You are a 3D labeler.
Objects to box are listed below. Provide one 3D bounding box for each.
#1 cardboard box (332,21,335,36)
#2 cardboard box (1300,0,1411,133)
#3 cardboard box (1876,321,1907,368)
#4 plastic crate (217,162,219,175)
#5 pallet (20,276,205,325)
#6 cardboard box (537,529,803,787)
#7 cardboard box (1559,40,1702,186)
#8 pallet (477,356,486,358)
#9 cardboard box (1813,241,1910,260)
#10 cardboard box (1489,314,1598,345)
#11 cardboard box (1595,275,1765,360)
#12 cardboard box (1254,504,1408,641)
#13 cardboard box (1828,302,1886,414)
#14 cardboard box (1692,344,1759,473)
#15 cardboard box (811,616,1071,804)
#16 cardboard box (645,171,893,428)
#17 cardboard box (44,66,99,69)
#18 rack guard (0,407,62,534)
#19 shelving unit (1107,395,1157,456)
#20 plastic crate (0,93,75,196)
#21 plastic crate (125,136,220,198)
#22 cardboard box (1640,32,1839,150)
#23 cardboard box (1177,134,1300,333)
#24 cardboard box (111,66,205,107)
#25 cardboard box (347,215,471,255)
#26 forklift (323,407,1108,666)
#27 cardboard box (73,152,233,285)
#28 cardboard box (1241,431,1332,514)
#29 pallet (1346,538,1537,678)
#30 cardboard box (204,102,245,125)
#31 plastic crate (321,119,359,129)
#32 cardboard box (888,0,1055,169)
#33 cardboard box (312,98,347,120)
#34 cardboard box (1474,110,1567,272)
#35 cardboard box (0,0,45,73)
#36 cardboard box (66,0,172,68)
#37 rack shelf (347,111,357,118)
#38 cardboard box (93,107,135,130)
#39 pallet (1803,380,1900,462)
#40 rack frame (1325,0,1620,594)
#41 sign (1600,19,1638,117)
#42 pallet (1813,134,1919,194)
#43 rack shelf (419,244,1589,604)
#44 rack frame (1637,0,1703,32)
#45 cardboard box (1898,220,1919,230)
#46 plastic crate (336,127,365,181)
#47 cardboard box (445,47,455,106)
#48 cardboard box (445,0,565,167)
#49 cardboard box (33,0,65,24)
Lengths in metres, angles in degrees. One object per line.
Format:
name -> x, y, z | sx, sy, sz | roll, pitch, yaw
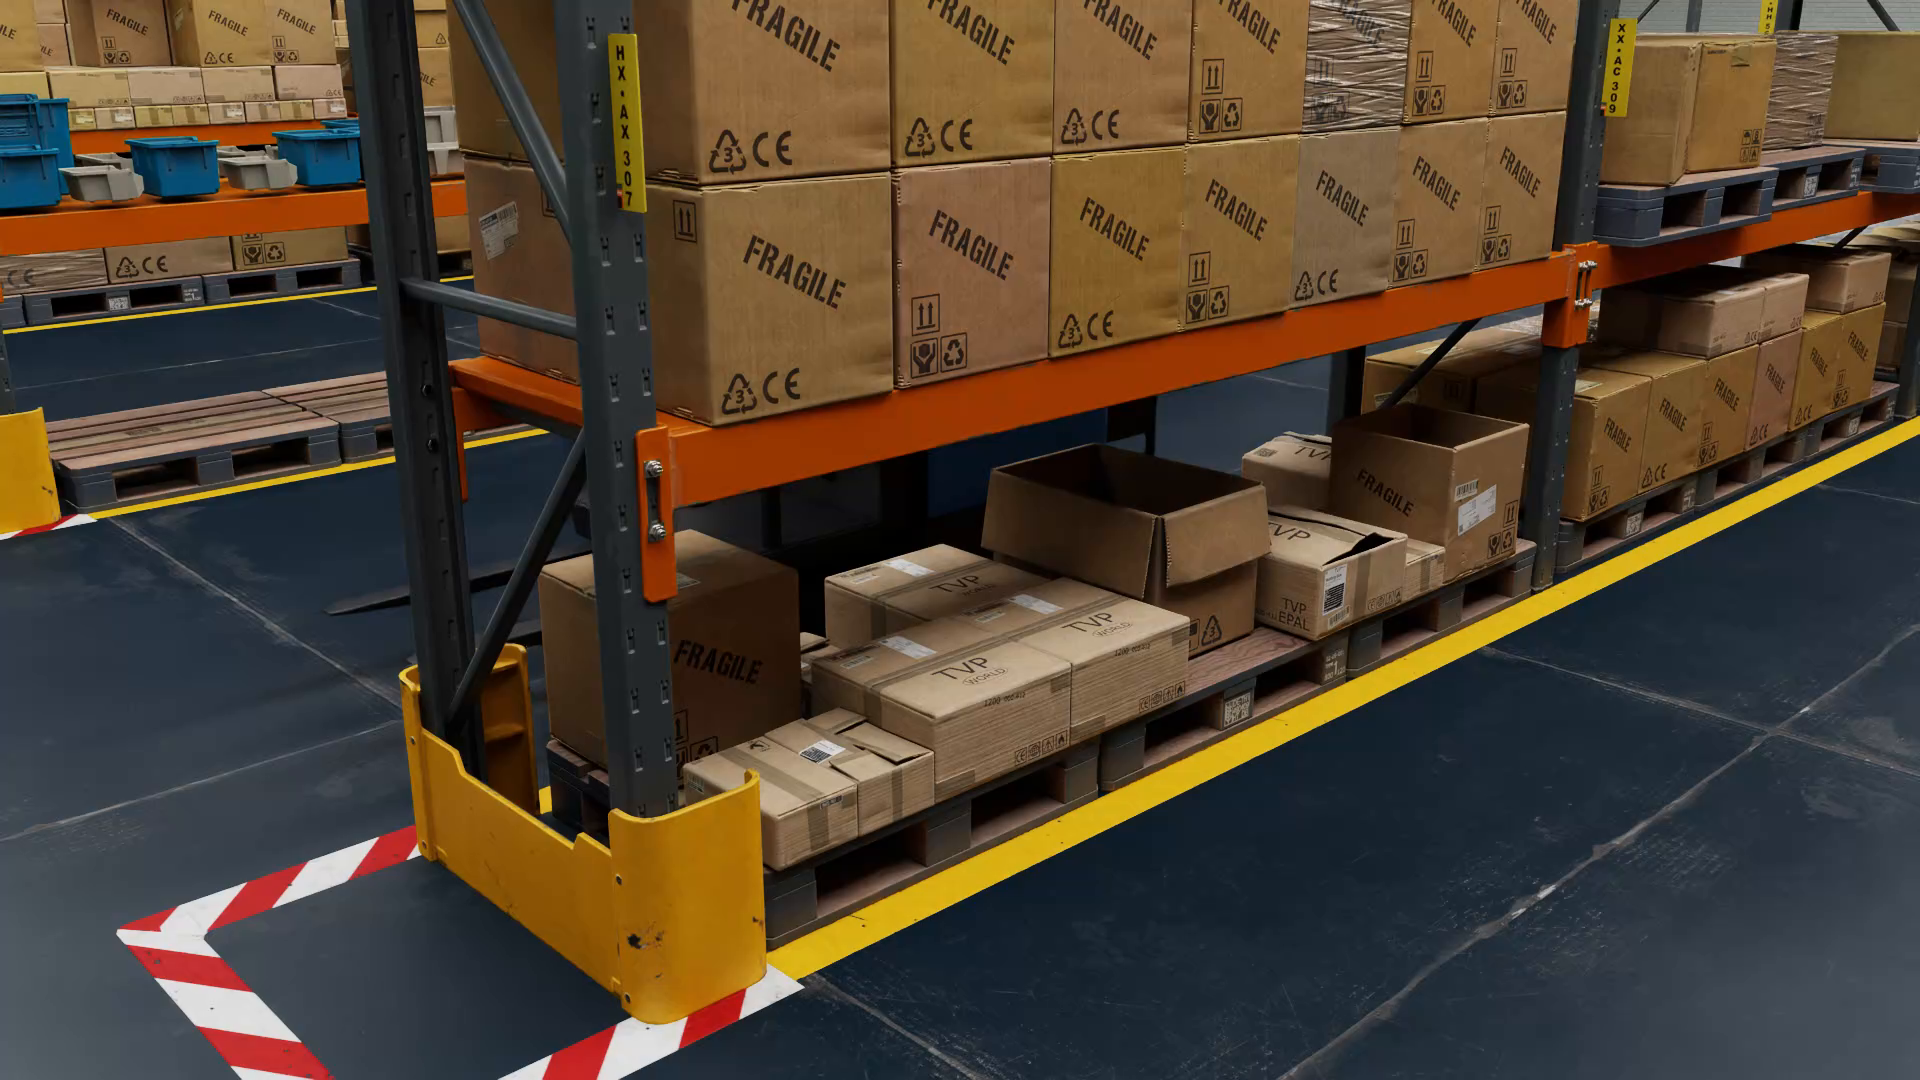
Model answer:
cardboard box -> -6.695, -5.317, 17.281 | 0.250, 0.149, 0.380 | -15, 23, -39
cardboard box -> 0.976, -1.487, 4.925 | 0.500, 0.500, 0.500 | -16, 24, -40
cardboard box -> 5.391, -1.130, 9.382 | 0.500, 0.250, 0.500 | -16, 24, -41
plastic crate -> -3.716, -1.783, 7.951 | 0.243, 0.136, 0.396 | -16, 24, -41
pallet -> -6.394, -1.836, 12.305 | 1.213, 0.211, 1.003 | -16, 24, -41
cardboard box -> -0.779, 0.312, 4.499 | 0.500, 0.500, 0.500 | -16, 24, -41
cardboard box -> 2.400, -1.643, 6.344 | 0.700, 0.500, 0.500 | 9, 20, 26
pallet -> -2.006, -0.965, 9.618 | 1.213, 0.211, 1.003 | -16, 24, -41
cardboard box -> 5.393, -1.629, 10.013 | 0.500, 0.311, 0.500 | -17, 24, -42
cardboard box -> 2.793, -0.743, 7.753 | 0.500, 0.500, 0.500 | -16, 24, -40
cardboard box -> 3.147, -0.982, 7.273 | 0.500, 0.250, 0.500 | -16, 24, -41
cardboard box -> 1.138, 0.068, 5.558 | 0.500, 0.311, 0.500 | -16, 24, -41
cardboard box -> 4.290, -0.962, 8.428 | 0.500, 0.500, 0.500 | -15, 23, -39
cardboard box -> 3.169, -0.633, 7.413 | 0.500, 0.500, 0.500 | -16, 24, -40
cardboard box -> -0.051, 0.444, 4.498 | 0.500, 0.250, 0.500 | -16, 24, -41
cardboard box -> -0.501, -0.580, 3.748 | 0.500, 0.500, 0.500 | -16, 24, -40
cardboard box -> -6.524, -3.277, 11.990 | 0.500, 0.250, 0.500 | -16, 24, -41
rack guard -> -4.414, -0.411, 7.442 | 0.348, 0.500, 1.175 | -16, 24, -41
shelving unit -> 0.550, -1.159, 7.155 | 0.503, 2.100, 0.431 | -16, 24, -41
plastic crate -> -4.290, -1.766, 7.415 | 0.499, 0.435, 0.616 | -16, 24, -41
plastic crate -> -3.521, -1.675, 7.462 | 0.300, 0.233, 0.416 | -16, 24, -41
cardboard box -> 3.632, -2.130, 7.848 | 0.500, 0.500, 0.700 | -11, 21, -31
cardboard box -> 0.601, -0.902, 4.740 | 0.500, 0.500, 0.500 | -16, 24, -40
cardboard box -> -5.787, -3.265, 11.953 | 0.500, 0.250, 0.500 | -16, 24, -40
cardboard box -> -4.450, -2.895, 13.814 | 0.875, 0.875, 1.225 | -16, 24, -41
forklift -> -0.796, -1.195, 5.917 | 3.031, 2.935, 1.130 | -16, 24, -41
cardboard box -> -6.090, -2.442, 12.418 | 0.875, 0.875, 0.875 | -16, 24, -41
cardboard box -> 1.448, -0.235, 6.492 | 0.500, 0.311, 0.500 | -16, 24, -41
pallet -> 1.402, 0.127, 6.252 | 1.213, 0.211, 1.003 | -16, 24, -41
cardboard box -> -5.458, -3.145, 12.228 | 0.250, 0.149, 0.380 | -16, 24, -40
plastic crate -> -3.089, -2.050, 8.618 | 0.300, 0.233, 0.416 | -16, 24, -41
cardboard box -> -0.126, -1.168, 3.940 | 0.500, 0.500, 0.500 | -16, 24, -40
cardboard box -> -4.898, -3.308, 12.732 | 0.250, 0.149, 0.380 | -16, 24, -41
cardboard box -> 1.715, -1.229, 5.750 | 0.500, 0.500, 0.500 | -16, 24, -40
cardboard box -> -6.538, -3.403, 11.163 | 0.500, 0.500, 0.500 | -17, 25, -42
cardboard box -> -6.163, -3.735, 12.185 | 0.500, 0.500, 0.500 | 17, 25, 42
rack shelf -> -3.448, -3.647, 14.537 | 4.000, 0.370, 1.077 | -16, 24, -41
cardboard box -> -6.017, -2.982, 11.727 | 0.250, 0.149, 0.380 | -16, 24, -40
pallet -> 4.240, -0.716, 8.852 | 1.213, 0.211, 1.003 | -16, 24, -41
rack frame -> 1.902, -1.345, 6.270 | 0.127, 3.000, 1.000 | -16, 24, -41
sign -> 2.280, -1.637, 5.766 | 0.005, 0.325, 0.100 | -16, 24, -41
pallet -> 4.364, -1.942, 8.422 | 1.003, 0.211, 1.213 | -16, 24, -41
rack shelf -> 0.449, -0.579, 5.073 | 4.000, 0.370, 1.077 | -16, 24, -41
rack frame -> 7.221, -4.999, 17.538 | 0.127, 3.000, 1.000 | -16, 24, -41
cardboard box -> 6.501, -1.952, 11.010 | 0.500, 0.311, 0.500 | 17, 25, 42
plastic crate -> -2.825, -1.878, 8.089 | 0.300, 0.233, 0.416 | -16, 24, -41
cardboard box -> -4.031, -3.762, 13.561 | 0.500, 0.500, 0.500 | -16, 24, -41
cardboard box -> -0.870, -1.177, 3.967 | 0.500, 0.500, 0.500 | -17, 24, -41
cardboard box -> -8.763, -5.093, 15.562 | 0.500, 0.500, 0.500 | 17, 25, 42
